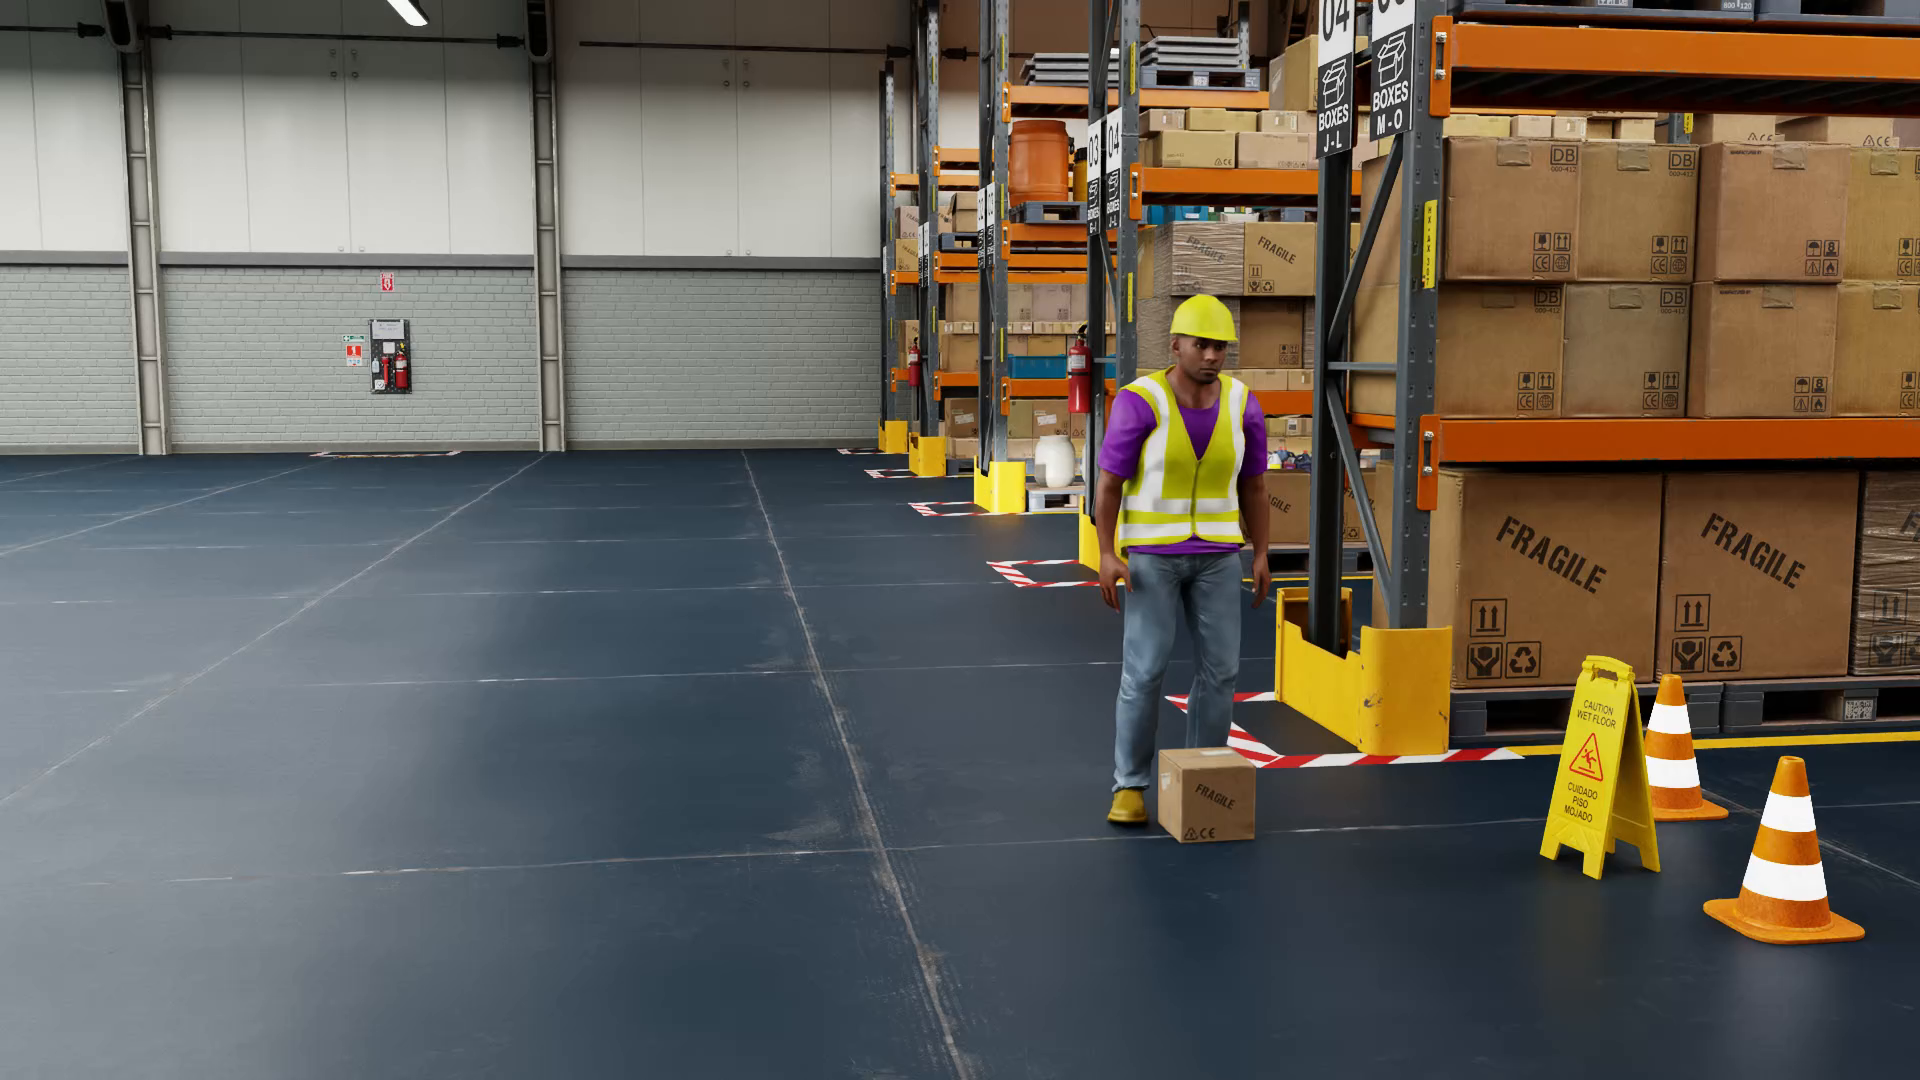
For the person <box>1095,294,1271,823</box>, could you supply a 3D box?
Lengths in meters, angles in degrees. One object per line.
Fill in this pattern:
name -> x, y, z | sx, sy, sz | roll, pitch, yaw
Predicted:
person -> 0.762, 0.061, 5.599 | 0.619, 1.759, 0.461 | -1, 7, -11
